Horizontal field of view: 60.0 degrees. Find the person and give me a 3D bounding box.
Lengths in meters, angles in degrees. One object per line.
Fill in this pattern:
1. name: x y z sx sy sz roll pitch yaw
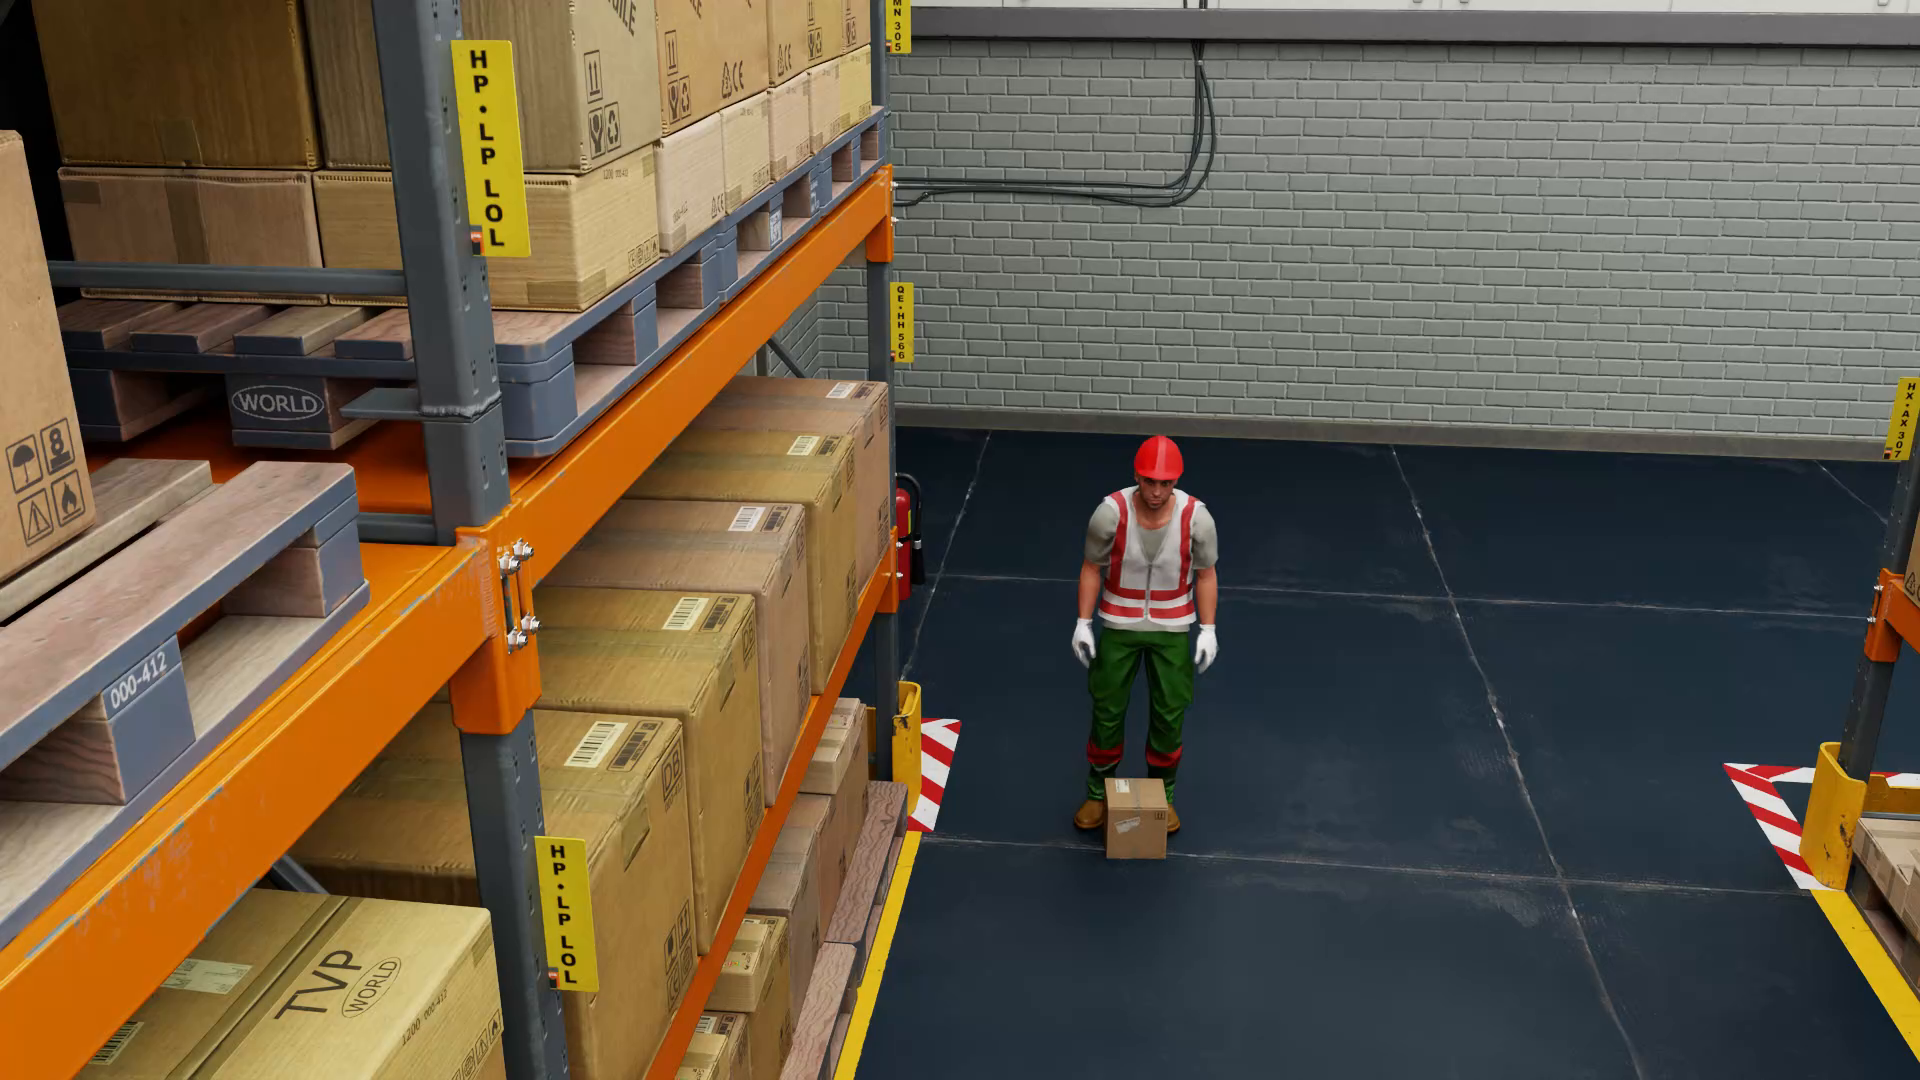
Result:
1. person: 0.783 0.396 7.028 0.617 1.778 0.456 2 21 6
